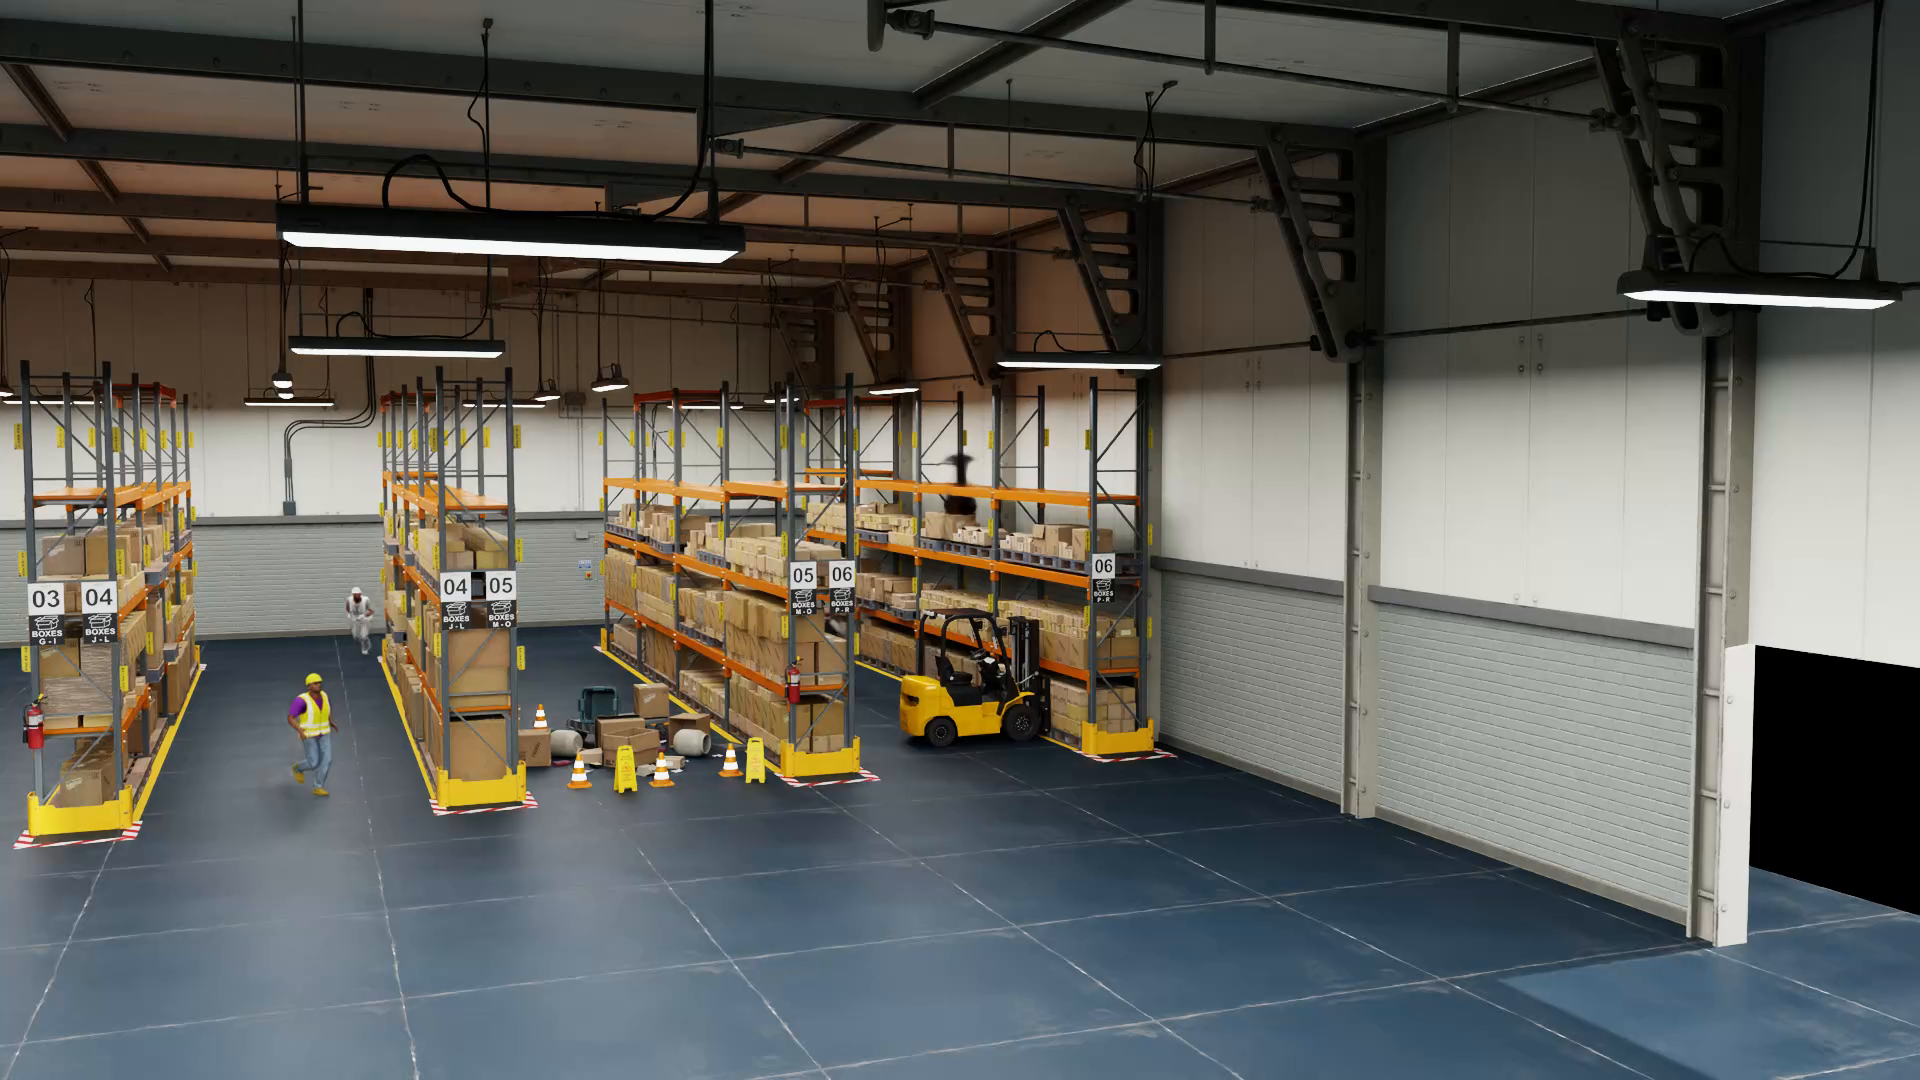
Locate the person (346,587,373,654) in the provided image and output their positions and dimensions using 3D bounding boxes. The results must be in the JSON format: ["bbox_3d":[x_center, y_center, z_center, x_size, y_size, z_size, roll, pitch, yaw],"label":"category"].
[{"bbox_3d":[-13.857,1.868,38.370,0.688,1.590,0.773,0,3,4],"label":"person"}]

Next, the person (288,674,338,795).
[{"bbox_3d":[-9.154,2.737,23.503,0.712,1.719,0.708,3,4,38],"label":"person"}]

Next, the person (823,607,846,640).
[{"bbox_3d":[-2.616,2.195,33.352,0.762,1.664,0.664,0,3,0],"label":"person"}]
